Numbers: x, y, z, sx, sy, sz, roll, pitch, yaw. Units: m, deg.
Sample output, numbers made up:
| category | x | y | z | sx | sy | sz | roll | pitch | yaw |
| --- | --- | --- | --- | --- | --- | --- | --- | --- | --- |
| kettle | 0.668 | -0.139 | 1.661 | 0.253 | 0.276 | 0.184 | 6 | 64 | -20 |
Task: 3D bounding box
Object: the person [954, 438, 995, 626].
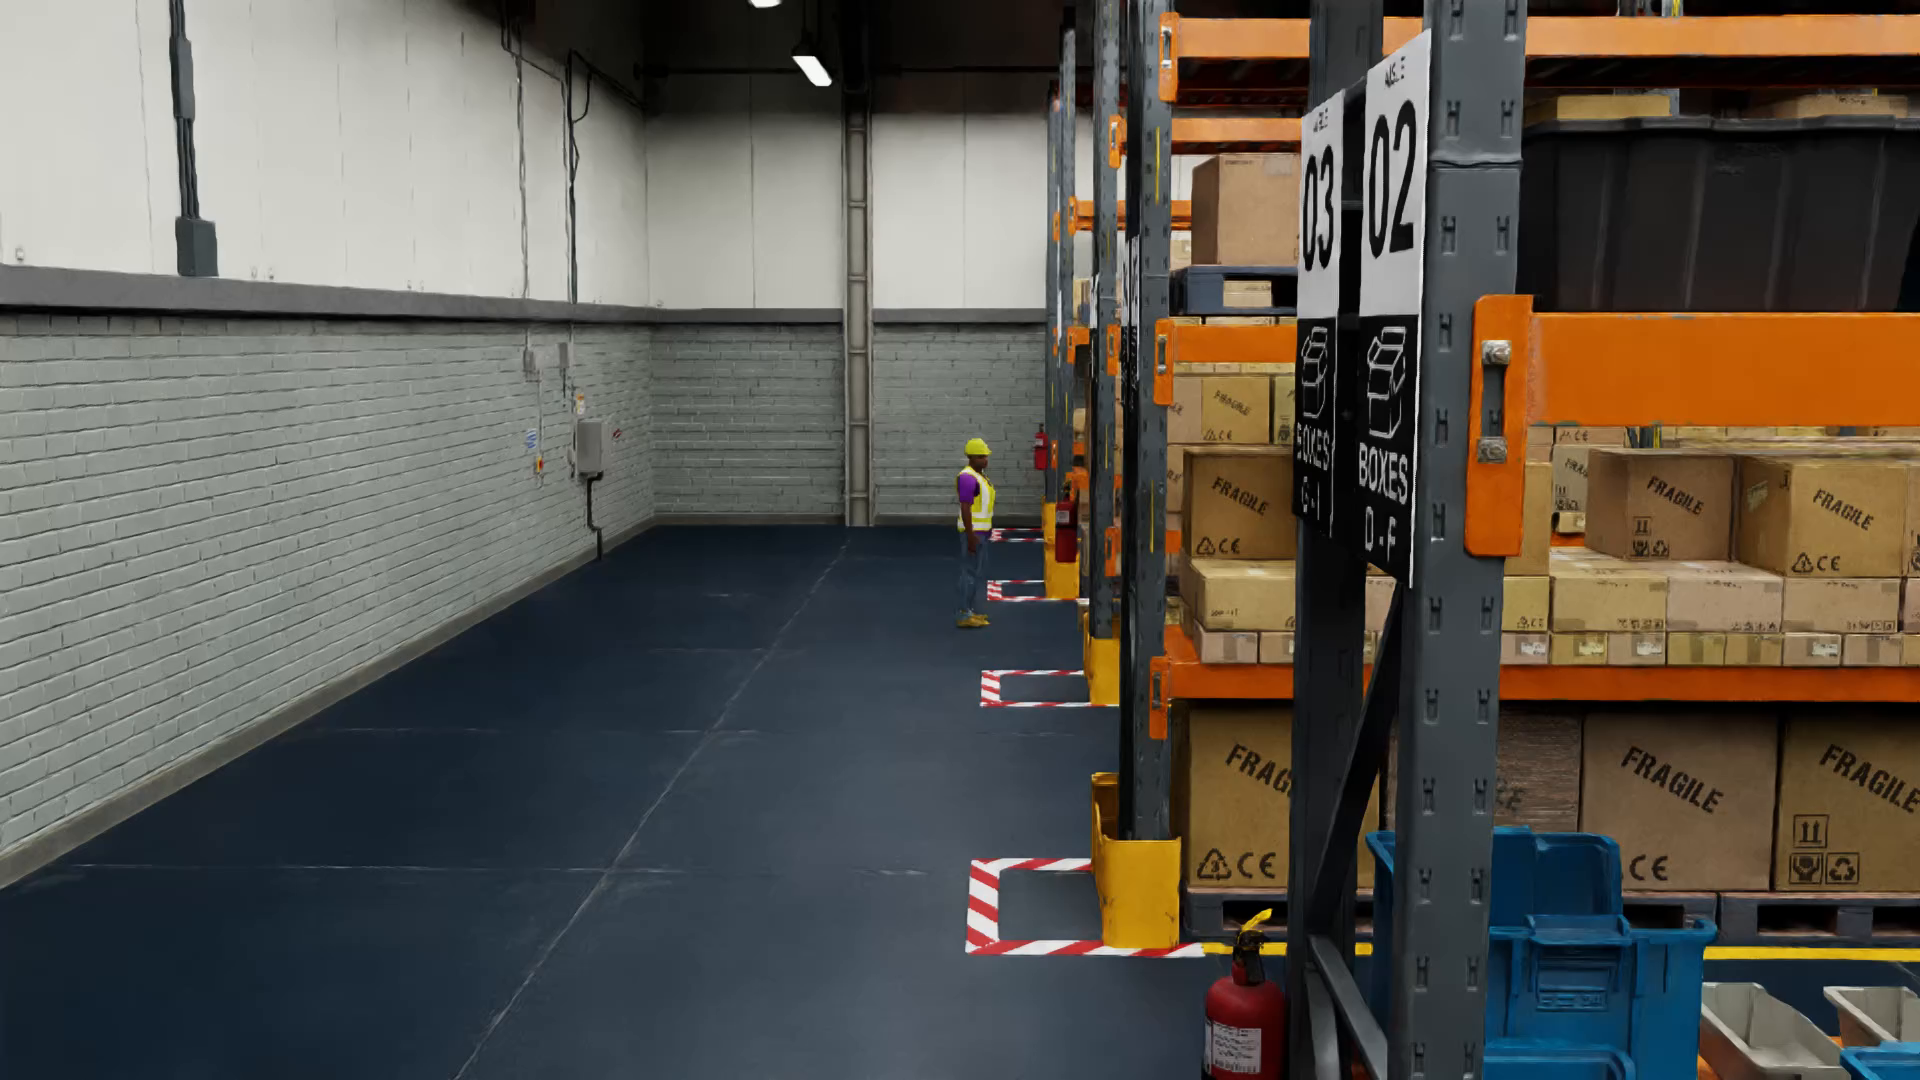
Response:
| category | x | y | z | sx | sy | sz | roll | pitch | yaw |
| --- | --- | --- | --- | --- | --- | --- | --- | --- | --- |
| person | 0.123 | -0.078 | 15.671 | 0.392 | 1.762 | 0.609 | 1 | 7 | 9 |
